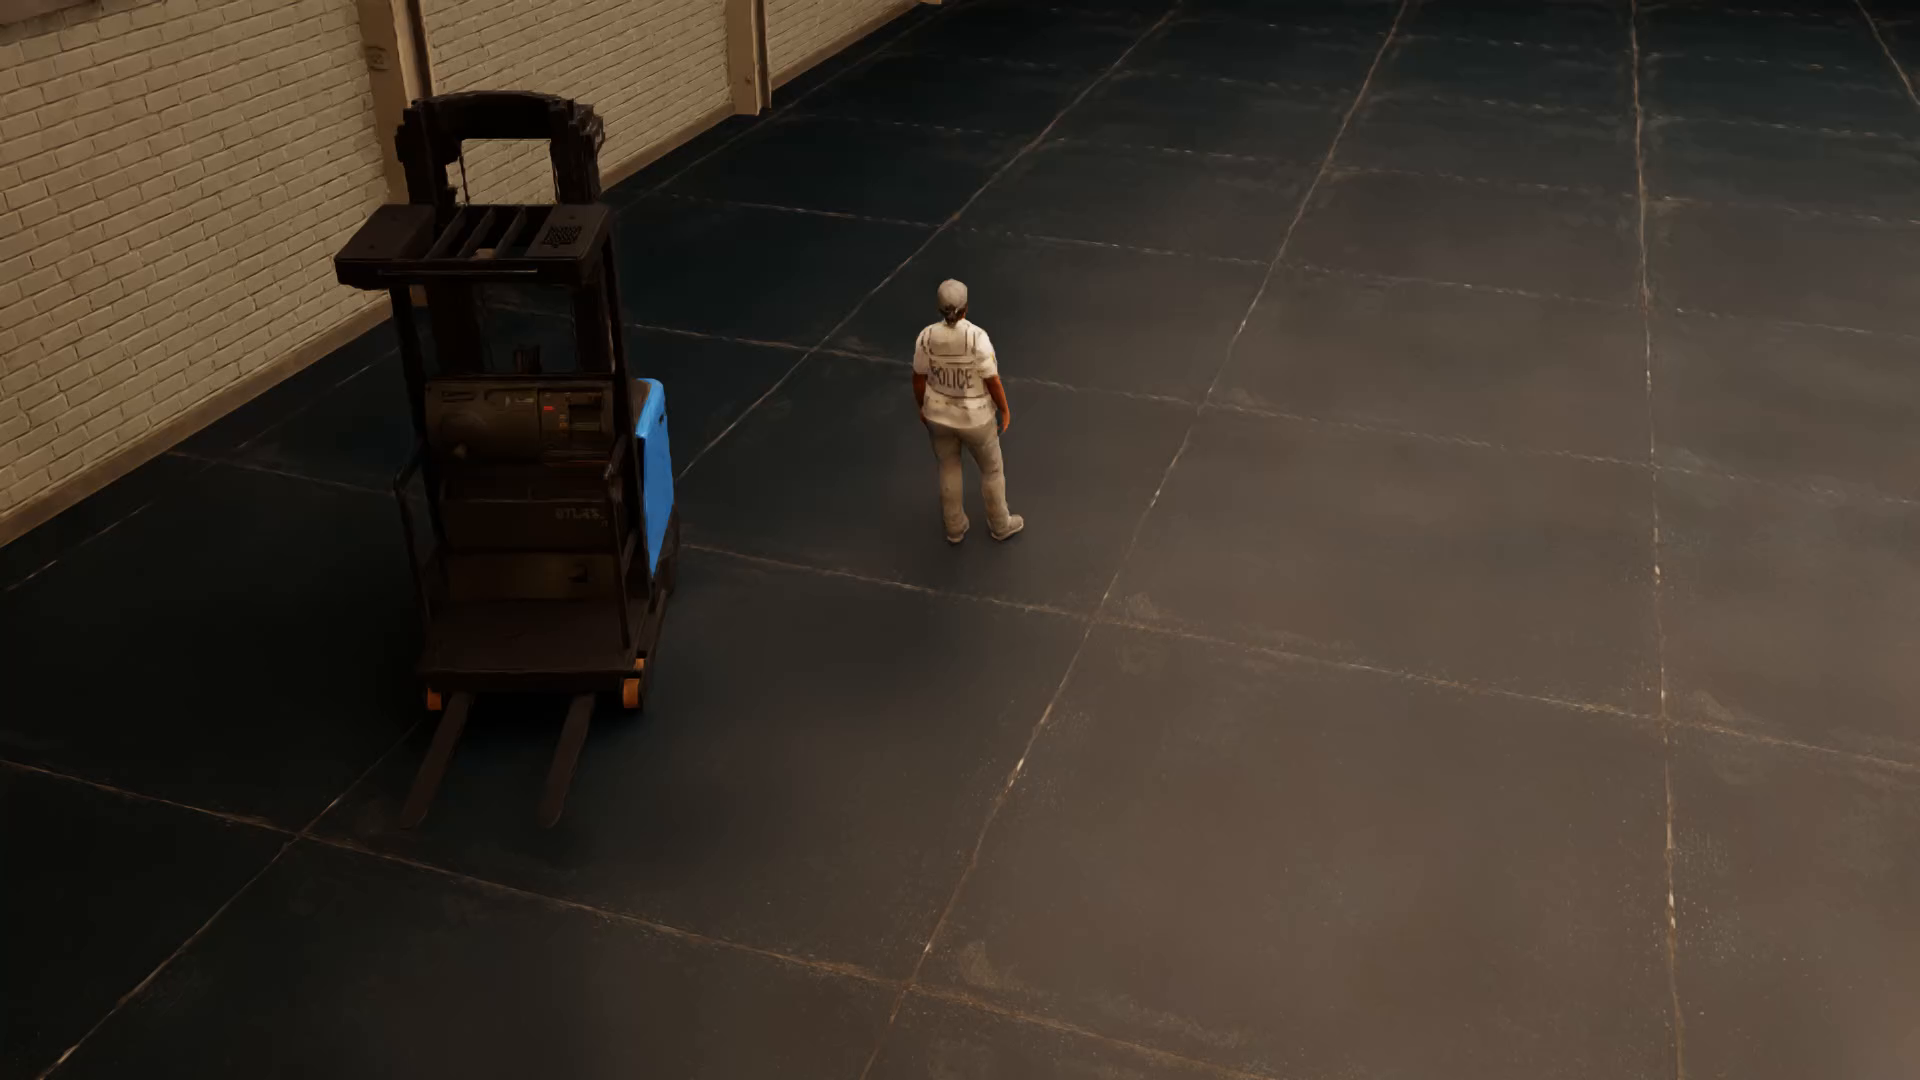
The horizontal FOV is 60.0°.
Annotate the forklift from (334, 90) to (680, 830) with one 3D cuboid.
[{"bbox_3d":[-2.184,-0.548,8.098,1.130,2.935,3.031,-1,30,-1],"label":"forklift"}]

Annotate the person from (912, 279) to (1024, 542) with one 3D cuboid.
[{"bbox_3d":[0.046,-0.762,9.736,0.598,1.669,0.529,10,31,16],"label":"person"}]
